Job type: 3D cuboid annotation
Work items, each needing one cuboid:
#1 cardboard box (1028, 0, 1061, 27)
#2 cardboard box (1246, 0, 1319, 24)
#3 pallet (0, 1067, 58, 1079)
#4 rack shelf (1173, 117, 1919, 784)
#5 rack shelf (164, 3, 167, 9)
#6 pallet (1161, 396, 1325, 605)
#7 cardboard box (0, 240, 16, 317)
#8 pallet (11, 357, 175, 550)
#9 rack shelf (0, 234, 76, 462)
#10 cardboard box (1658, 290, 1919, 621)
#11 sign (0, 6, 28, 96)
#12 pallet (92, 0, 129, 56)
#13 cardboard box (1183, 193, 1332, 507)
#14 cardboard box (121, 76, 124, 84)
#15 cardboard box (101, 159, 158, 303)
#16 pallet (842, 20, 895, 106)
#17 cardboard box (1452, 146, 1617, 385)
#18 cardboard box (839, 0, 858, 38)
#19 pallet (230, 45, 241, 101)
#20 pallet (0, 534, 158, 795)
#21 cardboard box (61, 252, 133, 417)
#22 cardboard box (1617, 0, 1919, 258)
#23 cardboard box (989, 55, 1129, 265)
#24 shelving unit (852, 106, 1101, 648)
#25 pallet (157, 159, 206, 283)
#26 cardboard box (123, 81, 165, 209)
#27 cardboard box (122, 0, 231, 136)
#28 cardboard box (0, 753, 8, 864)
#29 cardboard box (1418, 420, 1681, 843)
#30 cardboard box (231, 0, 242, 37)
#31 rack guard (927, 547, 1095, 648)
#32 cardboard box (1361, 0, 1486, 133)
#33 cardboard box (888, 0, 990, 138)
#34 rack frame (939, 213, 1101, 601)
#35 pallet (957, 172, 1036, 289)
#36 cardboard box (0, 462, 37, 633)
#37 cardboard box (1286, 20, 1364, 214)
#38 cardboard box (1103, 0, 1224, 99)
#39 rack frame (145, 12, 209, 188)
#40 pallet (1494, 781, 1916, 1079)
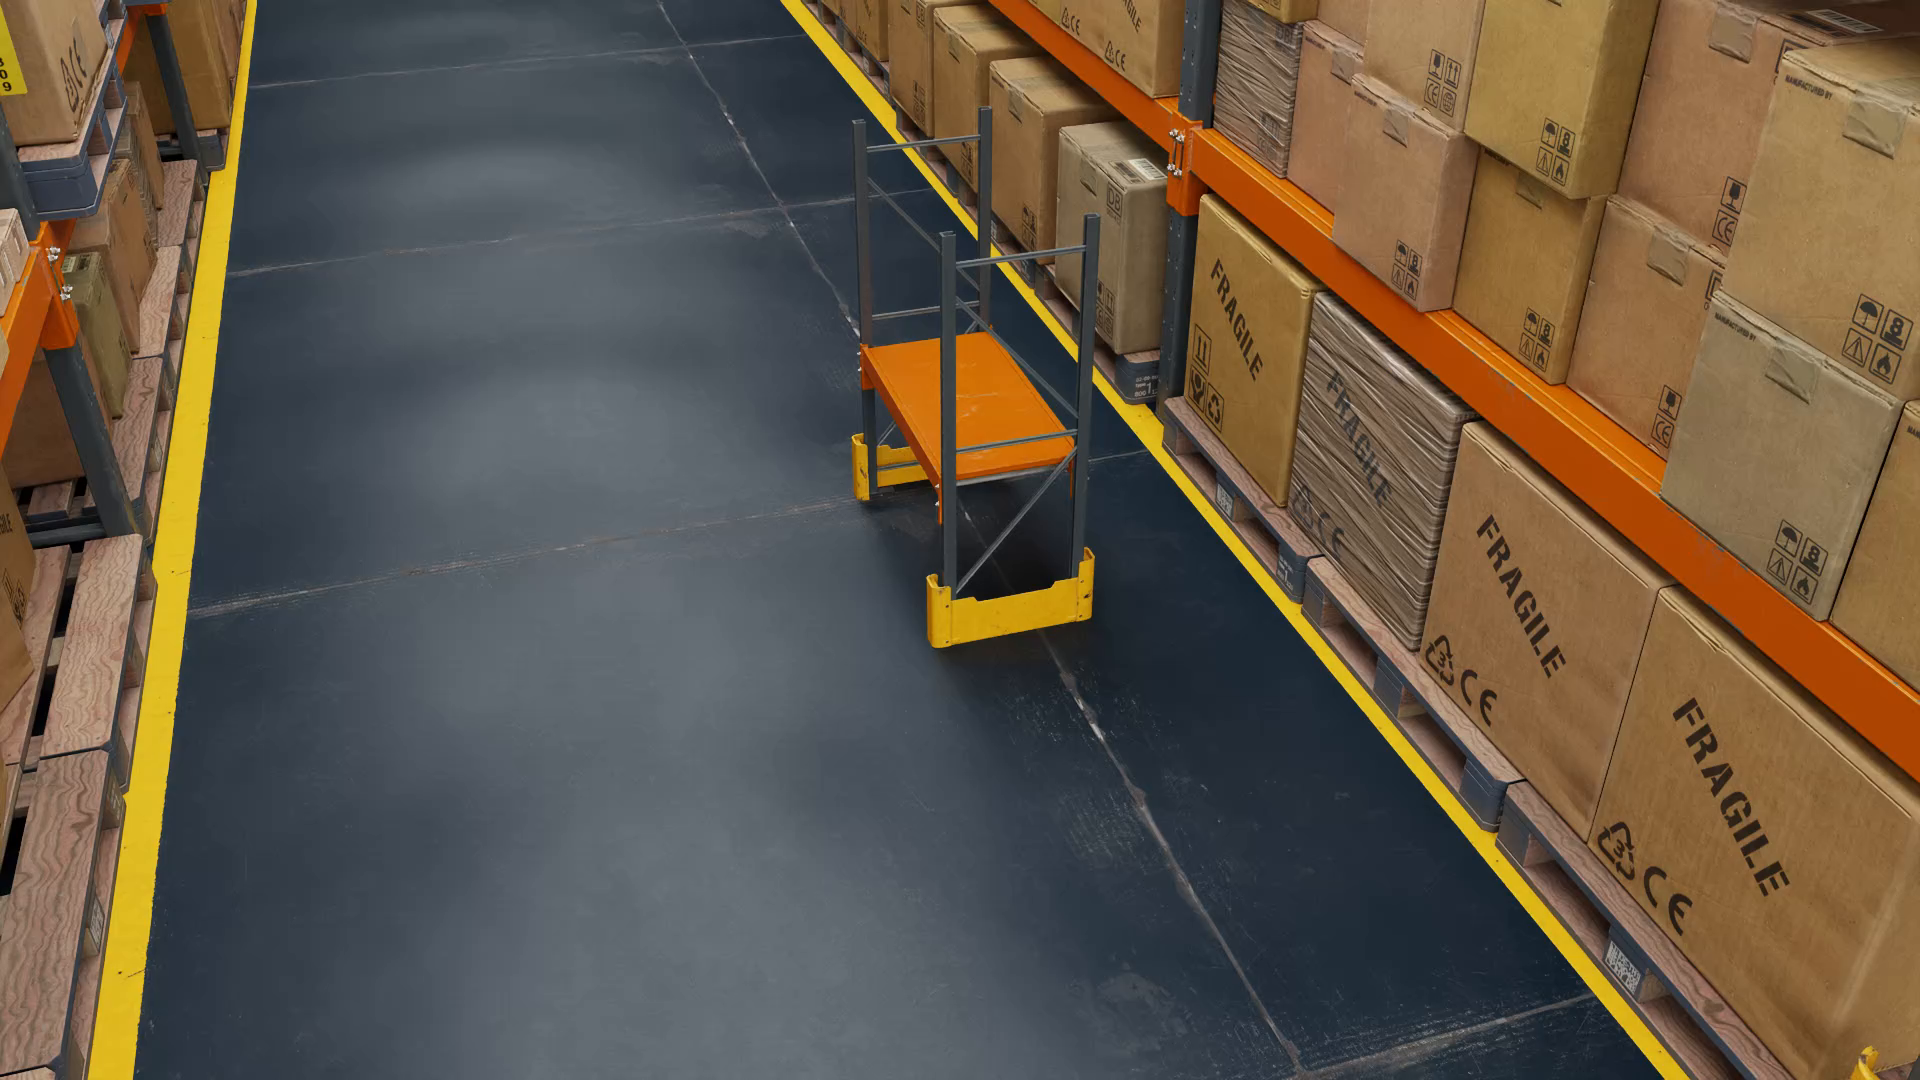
[{"bbox_3d":[0.598,-2.631,7.420,0.500,0.500,0.500,-10,35,-14],"label":"cardboard box"},{"bbox_3d":[1.400,-2.143,5.657,0.875,0.550,0.550,-10,35,-15],"label":"cardboard box"},{"bbox_3d":[-2.452,1.743,3.421,1.003,0.211,1.213,-10,35,-15],"label":"pallet"},{"bbox_3d":[1.930,-0.479,4.907,1.077,0.370,4.000,-10,35,-15],"label":"rack shelf"},{"bbox_3d":[-5.265,-3.899,10.082,1.077,0.370,4.000,-10,35,-15],"label":"rack shelf"},{"bbox_3d":[1.477,-0.254,6.443,1.003,0.211,1.213,-10,35,-15],"label":"pallet"},{"bbox_3d":[-3.022,-0.747,4.888,0.380,0.149,0.250,-10,35,-15],"label":"cardboard box"},{"bbox_3d":[-3.673,-0.294,6.503,1.003,0.211,1.213,-10,35,-15],"label":"pallet"},{"bbox_3d":[-2.825,0.302,3.725,1.077,0.370,4.000,-10,35,-15],"label":"rack shelf"},{"bbox_3d":[2.195,-0.264,3.793,0.875,0.550,0.550,-10,35,-15],"label":"cardboard box"},{"bbox_3d":[-2.920,-1.505,5.021,0.100,0.325,0.005,-10,35,-15],"label":"sign"},{"bbox_3d":[-4.012,-2.036,6.785,1.003,0.211,1.213,-10,35,-15],"label":"pallet"},{"bbox_3d":[1.445,-0.776,6.250,0.875,0.875,0.875,-9,35,-14],"label":"cardboard box"},{"bbox_3d":[-4.422,-2.255,8.131,0.500,0.250,0.500,-9,34,-13],"label":"cardboard box"},{"bbox_3d":[-4.070,-1.355,7.449,0.700,0.500,0.500,-7,34,-11],"label":"cardboard box"},{"bbox_3d":[-0.137,-3.177,10.866,1.003,0.211,1.213,-10,35,-15],"label":"pallet"},{"bbox_3d":[1.943,-0.851,4.681,0.875,0.550,0.500,-10,35,-15],"label":"cardboard box"},{"bbox_3d":[-0.505,-3.637,10.919,0.500,0.500,0.500,-9,34,-13],"label":"cardboard box"},{"bbox_3d":[-5.192,-3.051,10.676,1.003,0.211,1.213,-10,35,-15],"label":"pallet"},{"bbox_3d":[-3.196,0.462,5.360,1.003,0.211,1.213,-10,35,-15],"label":"pallet"},{"bbox_3d":[-3.729,-0.769,6.561,0.700,0.500,0.500,-10,35,-15],"label":"cardboard box"},{"bbox_3d":[2.167,-1.034,3.978,0.875,0.550,0.550,-10,35,-15],"label":"cardboard box"},{"bbox_3d":[0.754,-1.884,8.040,1.050,0.750,0.750,-10,35,-15],"label":"cardboard box"},{"bbox_3d":[0.023,-0.586,5.776,0.587,1.500,1.083,-10,35,-15],"label":"shelving unit"},{"bbox_3d":[-4.418,-1.575,8.442,1.003,0.211,1.213,-10,35,-15],"label":"pallet"},{"bbox_3d":[-4.431,-1.941,8.335,0.700,0.500,0.500,-12,35,-17],"label":"cardboard box"},{"bbox_3d":[-4.845,-2.803,9.318,1.225,0.875,0.875,-12,35,-17],"label":"cardboard box"},{"bbox_3d":[-2.905,0.648,4.435,0.500,0.500,0.500,-13,36,-19],"label":"cardboard box"},{"bbox_3d":[2.000,0.175,4.810,0.875,0.875,0.875,-11,35,-15],"label":"cardboard box"},{"bbox_3d":[-5.387,-3.736,10.729,1.225,0.875,0.875,-11,35,-16],"label":"cardboard box"},{"bbox_3d":[0.175,0.197,5.725,0.587,0.250,0.087,-10,35,-15],"label":"rack guard"},{"bbox_3d":[1.712,-1.567,4.786,0.875,0.550,0.550,-10,35,-15],"label":"cardboard box"},{"bbox_3d":[0.200,-2.831,9.474,1.050,0.750,0.750,-10,35,-15],"label":"cardboard box"},{"bbox_3d":[0.181,-0.314,5.365,0.500,1.500,0.032,-10,35,-15],"label":"rack frame"},{"bbox_3d":[0.637,-1.700,8.632,1.003,0.211,1.213,-10,35,-15],"label":"pallet"},{"bbox_3d":[-3.351,0.036,5.361,0.500,0.500,0.500,-11,35,-16],"label":"cardboard box"},{"bbox_3d":[1.633,-1.415,5.535,0.875,0.550,0.550,-10,35,-15],"label":"cardboard box"},{"bbox_3d":[0.906,-2.100,6.617,0.500,0.500,0.500,-10,35,-15],"label":"cardboard box"},{"bbox_3d":[-4.655,-3.149,8.294,1.000,3.000,0.127,-10,35,-15],"label":"rack frame"},{"bbox_3d":[2.222,1.027,4.504,1.003,0.211,1.213,-10,35,-15],"label":"pallet"}]
